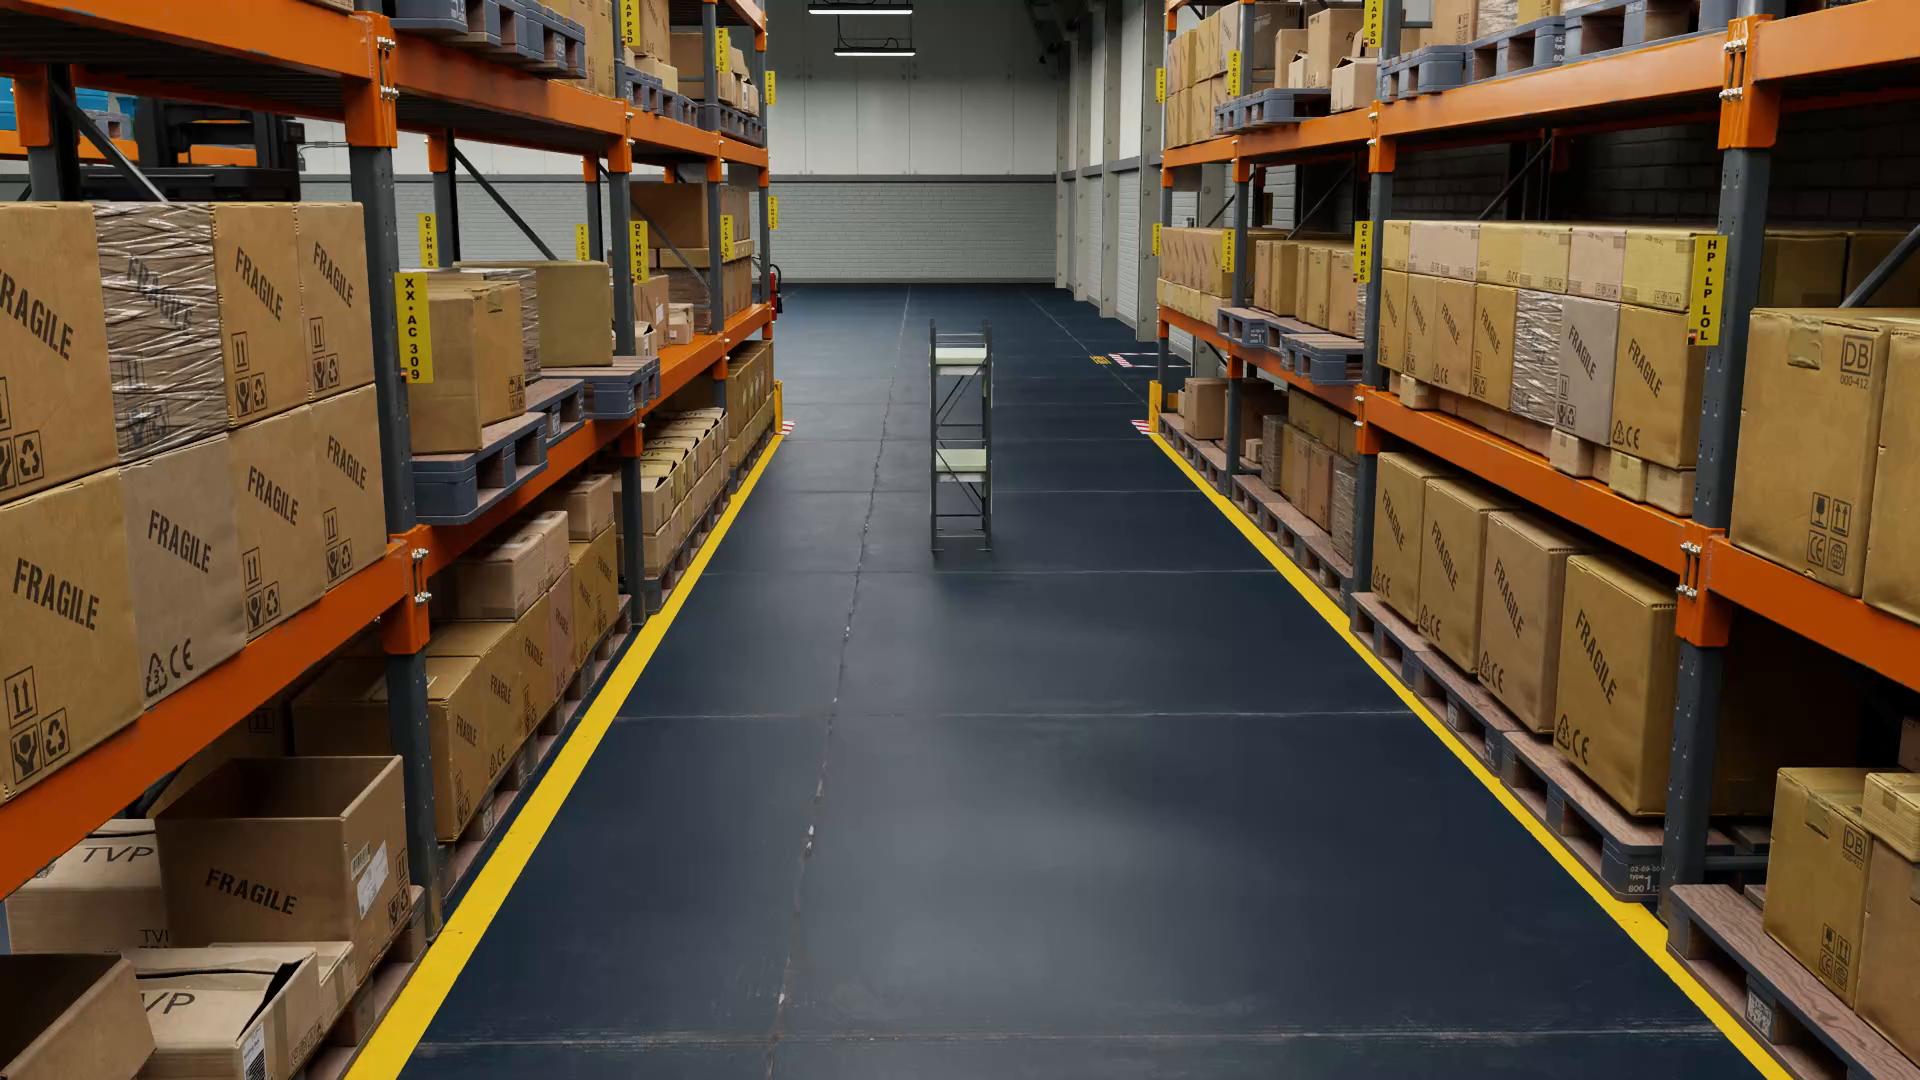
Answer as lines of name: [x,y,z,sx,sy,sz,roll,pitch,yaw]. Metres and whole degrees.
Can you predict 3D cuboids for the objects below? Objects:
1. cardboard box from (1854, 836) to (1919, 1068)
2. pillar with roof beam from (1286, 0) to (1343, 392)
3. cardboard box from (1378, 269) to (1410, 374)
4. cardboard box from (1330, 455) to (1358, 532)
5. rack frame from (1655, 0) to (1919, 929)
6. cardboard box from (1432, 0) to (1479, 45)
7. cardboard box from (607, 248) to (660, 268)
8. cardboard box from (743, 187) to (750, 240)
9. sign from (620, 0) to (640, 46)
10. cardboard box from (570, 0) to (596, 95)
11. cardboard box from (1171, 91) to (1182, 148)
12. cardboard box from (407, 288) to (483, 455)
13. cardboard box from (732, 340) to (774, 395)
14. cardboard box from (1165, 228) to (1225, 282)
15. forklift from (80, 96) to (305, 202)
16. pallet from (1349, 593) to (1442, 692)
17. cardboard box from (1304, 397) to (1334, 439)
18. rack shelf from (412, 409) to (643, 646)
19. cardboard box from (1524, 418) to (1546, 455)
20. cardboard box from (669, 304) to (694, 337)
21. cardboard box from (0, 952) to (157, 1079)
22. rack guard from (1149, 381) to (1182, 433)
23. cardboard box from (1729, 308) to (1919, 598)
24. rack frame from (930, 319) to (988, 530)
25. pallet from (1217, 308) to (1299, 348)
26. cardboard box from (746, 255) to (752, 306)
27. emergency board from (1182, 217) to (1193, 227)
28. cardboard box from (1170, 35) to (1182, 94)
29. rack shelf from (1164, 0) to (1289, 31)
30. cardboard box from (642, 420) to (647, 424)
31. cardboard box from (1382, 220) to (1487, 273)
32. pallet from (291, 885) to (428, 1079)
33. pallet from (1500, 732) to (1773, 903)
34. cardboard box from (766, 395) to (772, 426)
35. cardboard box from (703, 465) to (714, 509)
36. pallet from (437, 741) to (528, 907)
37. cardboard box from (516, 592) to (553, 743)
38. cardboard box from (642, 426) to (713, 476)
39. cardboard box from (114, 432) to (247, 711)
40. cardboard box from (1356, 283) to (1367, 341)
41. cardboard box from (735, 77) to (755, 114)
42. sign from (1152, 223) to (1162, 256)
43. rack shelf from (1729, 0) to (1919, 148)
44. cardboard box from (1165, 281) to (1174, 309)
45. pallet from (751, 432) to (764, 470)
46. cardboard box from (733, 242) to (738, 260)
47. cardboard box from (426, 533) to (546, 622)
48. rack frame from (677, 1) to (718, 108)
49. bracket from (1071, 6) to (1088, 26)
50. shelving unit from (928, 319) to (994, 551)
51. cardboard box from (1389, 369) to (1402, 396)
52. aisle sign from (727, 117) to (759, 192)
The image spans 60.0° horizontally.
cardboard box: [2.705,1.046,4.090,0.700,0.500,0.500,0,11,-2]
pillar with roof beam: [-0.888,-5.394,15.516,9.100,9.000,0.400,0,11,-1]
cardboard box: [2.456,-1.124,8.507,0.500,0.500,0.500,0,11,1]
cardboard box: [2.741,-0.254,10.446,0.700,0.500,0.500,0,11,-1]
rack frame: [2.785,-0.222,5.110,1.000,3.000,0.127,0,11,-1]
cardboard box: [2.769,-2.658,8.213,0.700,0.500,0.500,-1,12,-6]
cardboard box: [-2.553,-2.211,13.033,0.380,0.149,0.250,0,11,-1]
cardboard box: [-2.418,-3.168,16.116,0.700,0.500,0.500,0,11,-1]
sign: [-1.708,-2.722,8.585,0.100,0.325,0.005,0,11,-1]
cardboard box: [-2.197,-2.327,7.691,0.910,0.500,0.500,0,11,-1]
cardboard box: [2.269,-3.962,15.698,0.500,0.500,0.500,1,11,3]
cardboard box: [-1.954,-0.551,5.423,0.700,0.500,0.500,-4,12,-20]
cardboard box: [-2.107,-1.707,16.402,0.500,0.500,0.500,0,11,-1]
cardboard box: [2.246,-2.717,15.848,0.500,0.500,0.500,0,11,-1]
forklift: [-4.561,-1.178,9.993,1.130,2.935,3.031,0,11,-2]
pallet: [2.643,0.506,8.533,1.003,0.211,1.213,0,11,-1]
cardboard box: [2.678,-0.833,11.417,0.500,0.250,0.500,-1,11,-3]
rack shelf: [-2.209,-0.246,7.037,1.077,0.370,4.000,0,11,-1]
cardboard box: [2.512,-0.428,6.704,0.380,0.149,0.250,-1,11,-3]
cardboard box: [-2.279,-1.620,12.378,0.500,0.250,0.500,0,11,2]
cardboard box: [-2.124,1.180,3.370,0.797,0.503,0.637,0,11,-1]
rack guard: [2.538,-1.367,17.042,1.175,0.500,0.348,0,11,-1]
cardboard box: [2.780,-0.261,4.549,0.980,0.700,0.700,0,11,0]
rack frame: [-0.008,-0.809,11.775,0.400,1.500,0.023,0,11,-1]
pallet: [2.490,-1.566,12.216,1.003,0.211,1.213,0,11,-1]
cardboard box: [-2.419,-2.543,16.297,0.700,0.500,0.500,0,11,-1]
emergency board: [3.279,-4.156,24.501,0.194,1.169,0.643,0,11,-1]
cardboard box: [2.262,-4.449,15.584,0.500,0.500,0.500,0,11,-2]
rack shelf: [2.578,-4.796,14.384,1.077,0.370,4.000,0,11,-1]
cardboard box: [-2.569,-0.742,12.120,0.500,0.311,0.500,0,11,-2]
cardboard box: [2.454,-1.492,8.435,0.500,0.250,0.500,0,11,0]
pallet: [-2.155,1.302,4.611,1.003,0.211,1.213,0,11,-1]
pallet: [2.693,0.991,6.142,1.003,0.211,1.213,0,11,-1]
cardboard box: [-2.087,-1.240,15.987,0.500,0.250,0.500,0,11,-1]
cardboard box: [-2.015,-0.366,11.679,0.500,0.250,0.500,0,11,0]
pallet: [-2.222,1.004,6.080,1.003,0.211,1.213,0,11,-1]
cardboard box: [-1.959,0.506,6.702,0.500,0.500,0.500,0,11,0]
cardboard box: [-2.013,-0.643,11.631,0.500,0.311,0.500,0,11,-1]
cardboard box: [-1.876,0.053,3.503,0.500,0.500,0.500,0,11,0]
cardboard box: [2.682,-1.375,9.436,0.700,0.500,0.500,-2,12,-8]
cardboard box: [-2.117,-3.949,14.751,0.500,0.311,0.500,1,12,6]
sign: [1.994,-3.030,16.771,0.100,0.325,0.005,0,11,-1]
rack shelf: [2.826,-0.942,2.924,1.077,0.370,4.000,0,11,-1]
cardboard box: [2.254,-2.342,15.888,0.500,0.250,0.500,-1,11,-3]
pallet: [-2.336,-0.826,15.101,1.003,0.211,1.213,0,11,-1]
cardboard box: [-2.183,-2.570,14.799,0.380,0.149,0.250,0,11,-2]
cardboard box: [-1.955,0.145,6.595,0.500,0.250,0.500,0,11,-1]
rack frame: [-2.333,-4.732,12.248,1.000,3.000,0.127,0,11,-1]
bracket: [2.627,-11.351,35.823,0.076,0.066,4.783,0,11,-1]
shelving unit: [0.000,-0.736,11.417,0.431,1.500,0.755,0,11,-1]
cardboard box: [2.477,-0.838,8.725,0.380,0.149,0.250,0,11,-2]
aisle sign: [-2.124,-3.875,16.576,0.394,0.787,0.004,0,11,-1]
